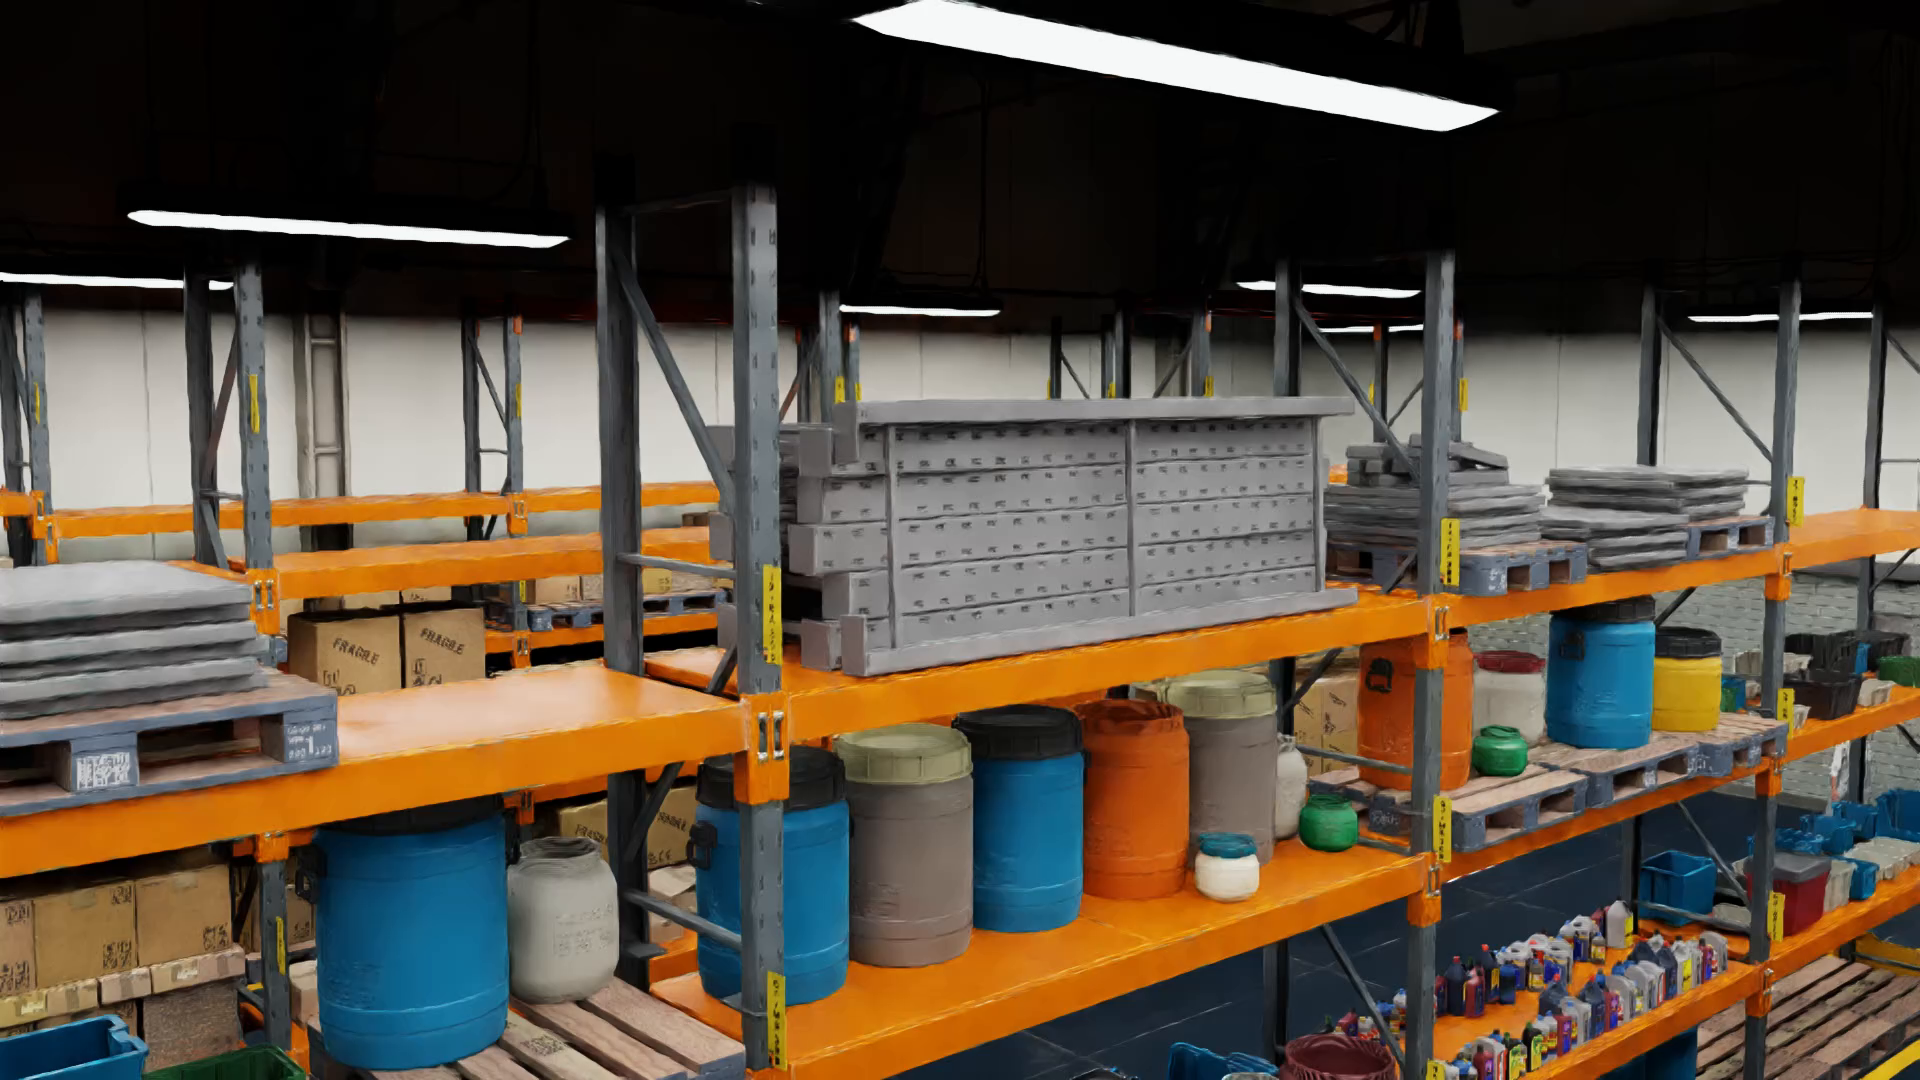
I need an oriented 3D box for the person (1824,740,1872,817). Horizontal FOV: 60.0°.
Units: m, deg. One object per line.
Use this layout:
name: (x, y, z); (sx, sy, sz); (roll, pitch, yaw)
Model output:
person: (9.503, 2.680, 17.972); (0.595, 1.588, 0.472); (0, 5, 3)
